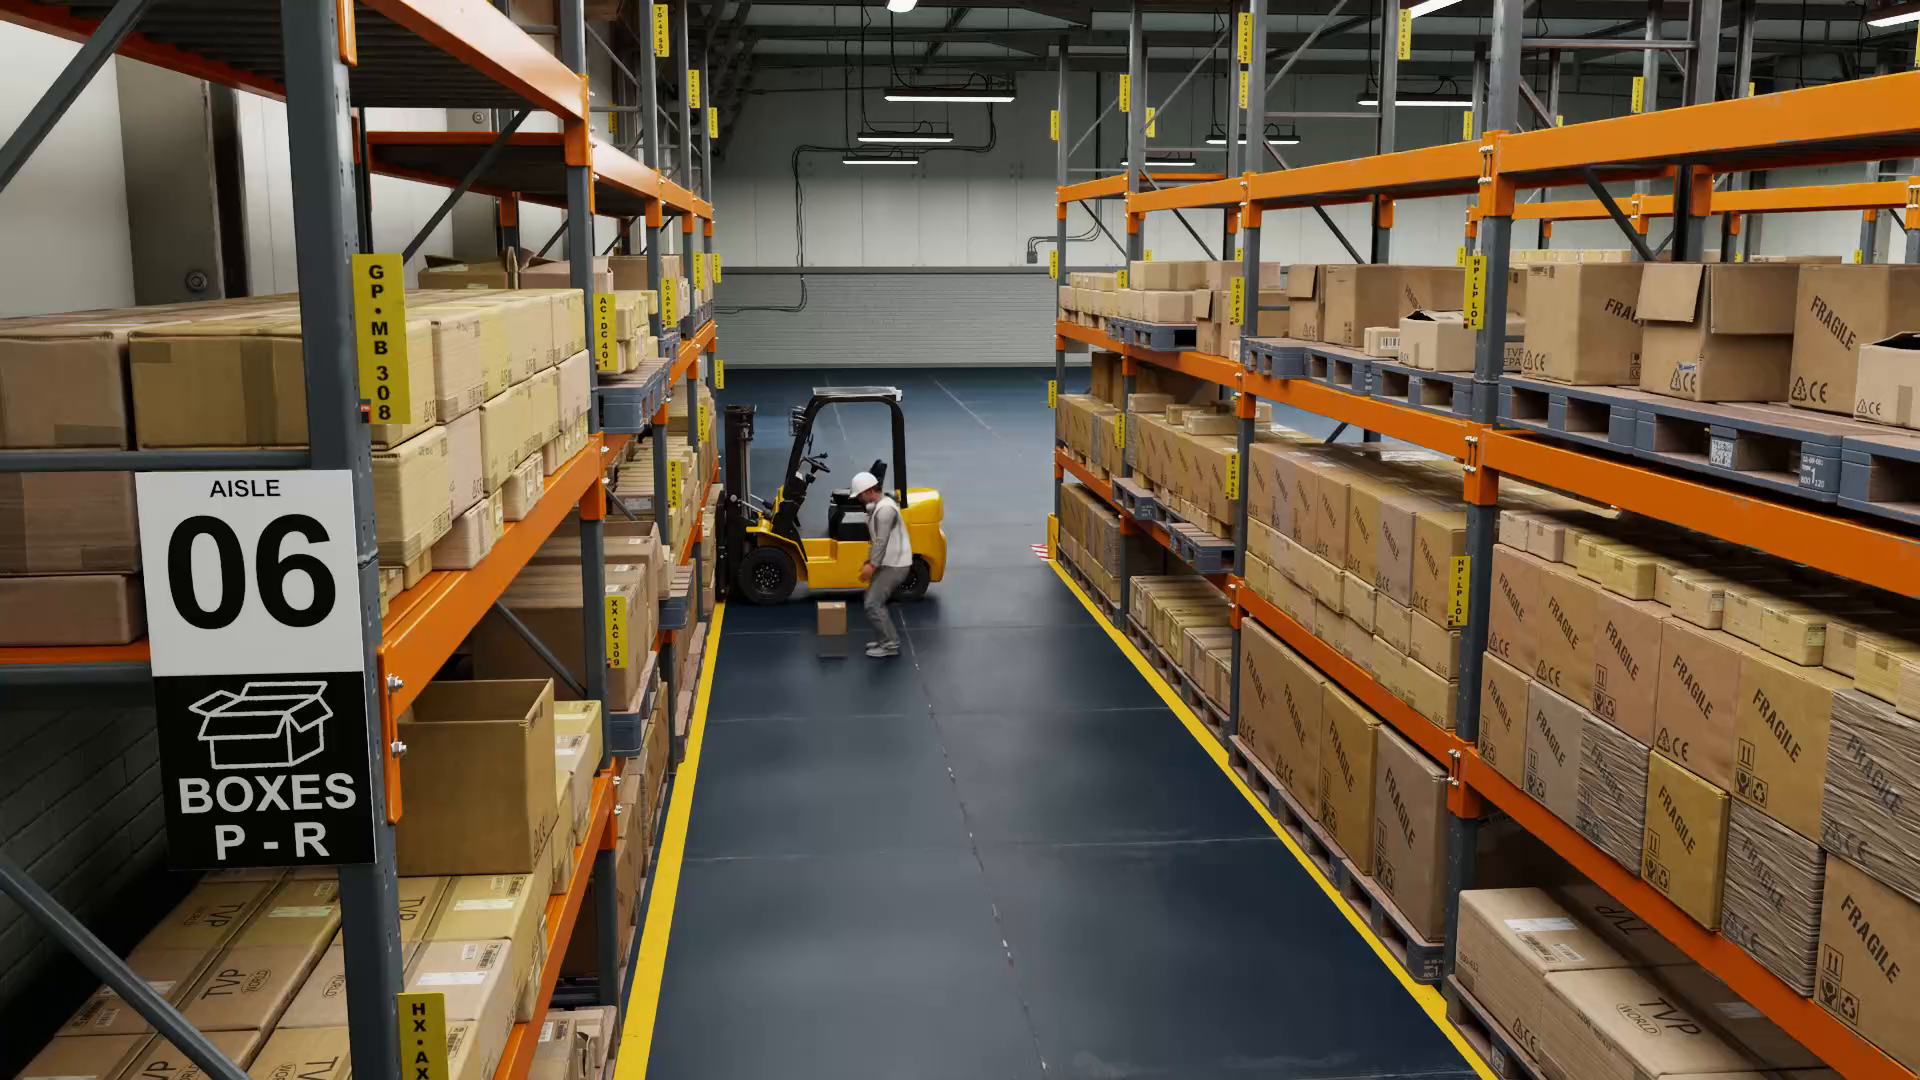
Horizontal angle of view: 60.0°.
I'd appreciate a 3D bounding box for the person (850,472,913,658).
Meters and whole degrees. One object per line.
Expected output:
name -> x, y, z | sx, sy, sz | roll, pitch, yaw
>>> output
person -> -0.706, 0.212, 14.951 | 0.559, 1.665, 0.574 | -1, 10, -5
